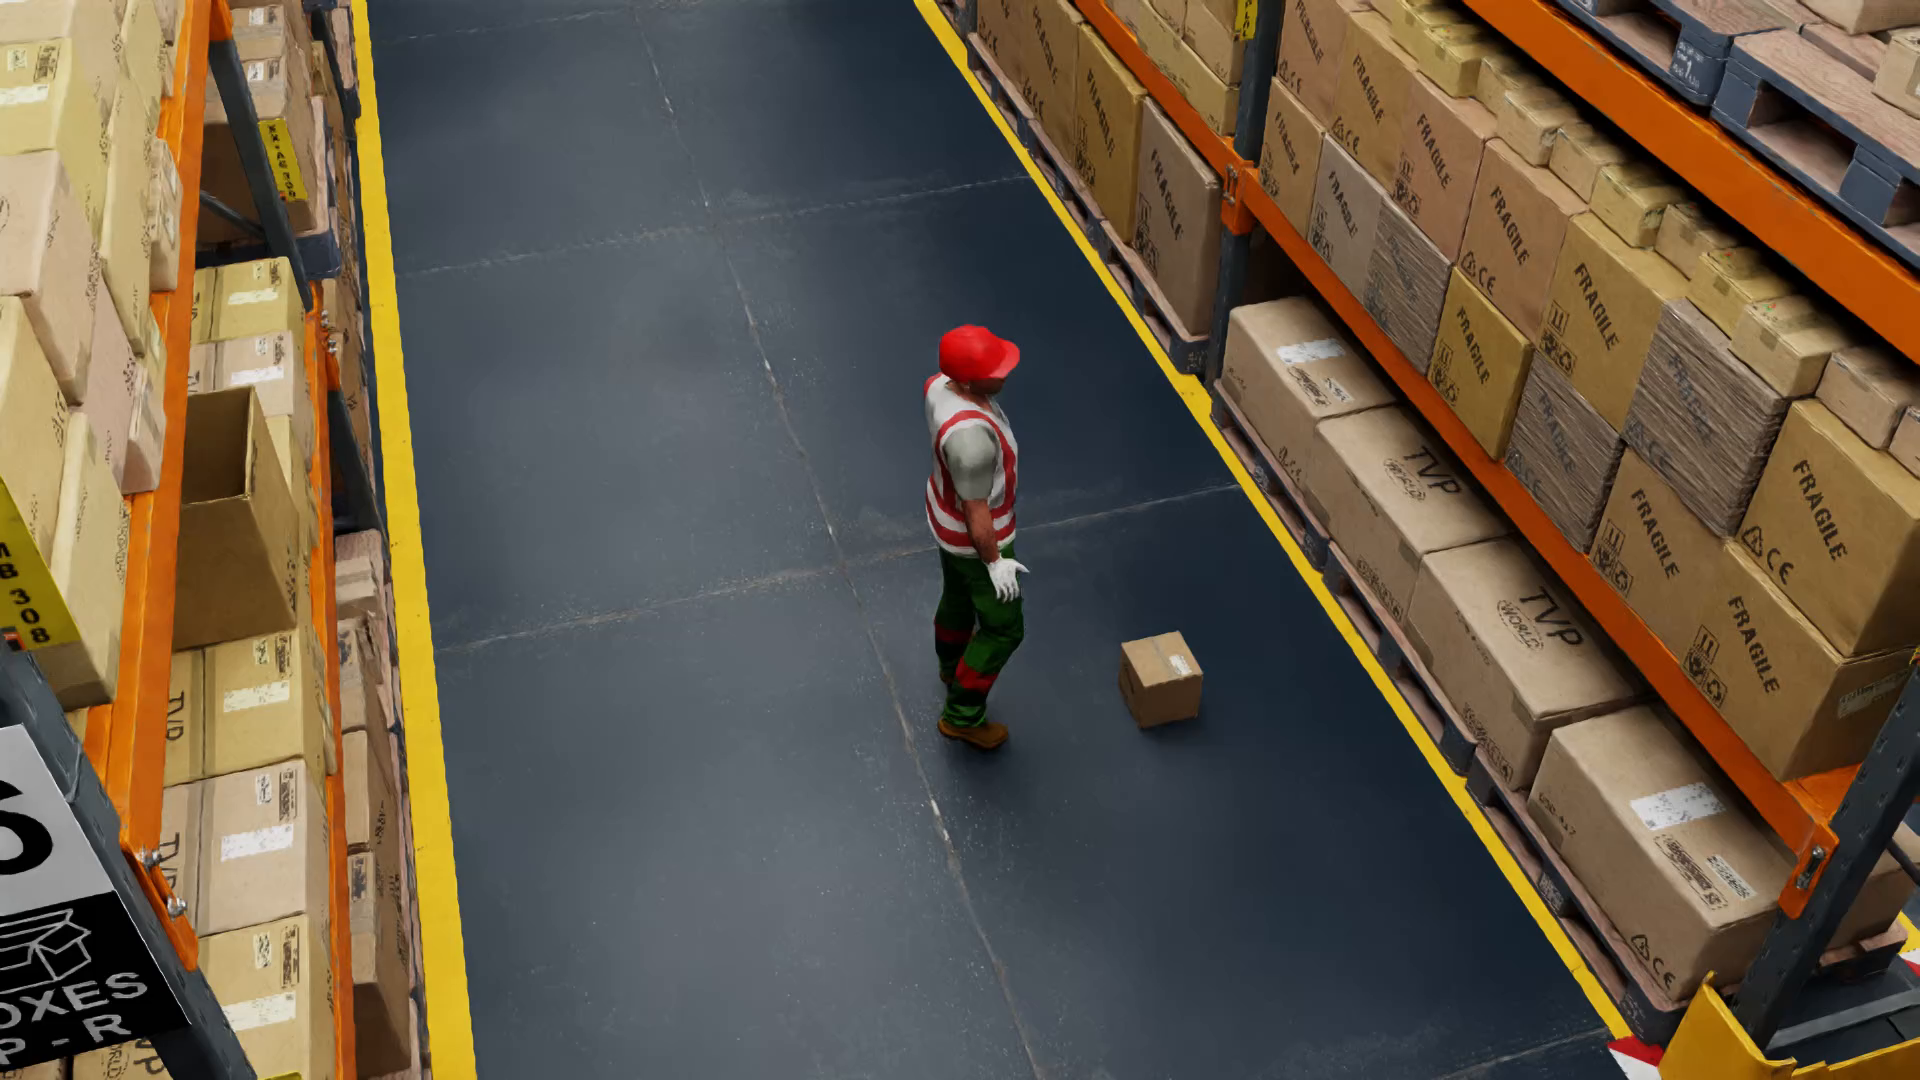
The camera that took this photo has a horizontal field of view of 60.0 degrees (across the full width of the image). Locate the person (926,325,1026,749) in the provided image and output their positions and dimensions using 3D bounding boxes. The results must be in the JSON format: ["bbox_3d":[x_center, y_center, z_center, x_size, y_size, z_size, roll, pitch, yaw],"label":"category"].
[{"bbox_3d":[0.036,-0.049,6.171,0.340,1.814,0.664,-7,42,-8],"label":"person"}]
